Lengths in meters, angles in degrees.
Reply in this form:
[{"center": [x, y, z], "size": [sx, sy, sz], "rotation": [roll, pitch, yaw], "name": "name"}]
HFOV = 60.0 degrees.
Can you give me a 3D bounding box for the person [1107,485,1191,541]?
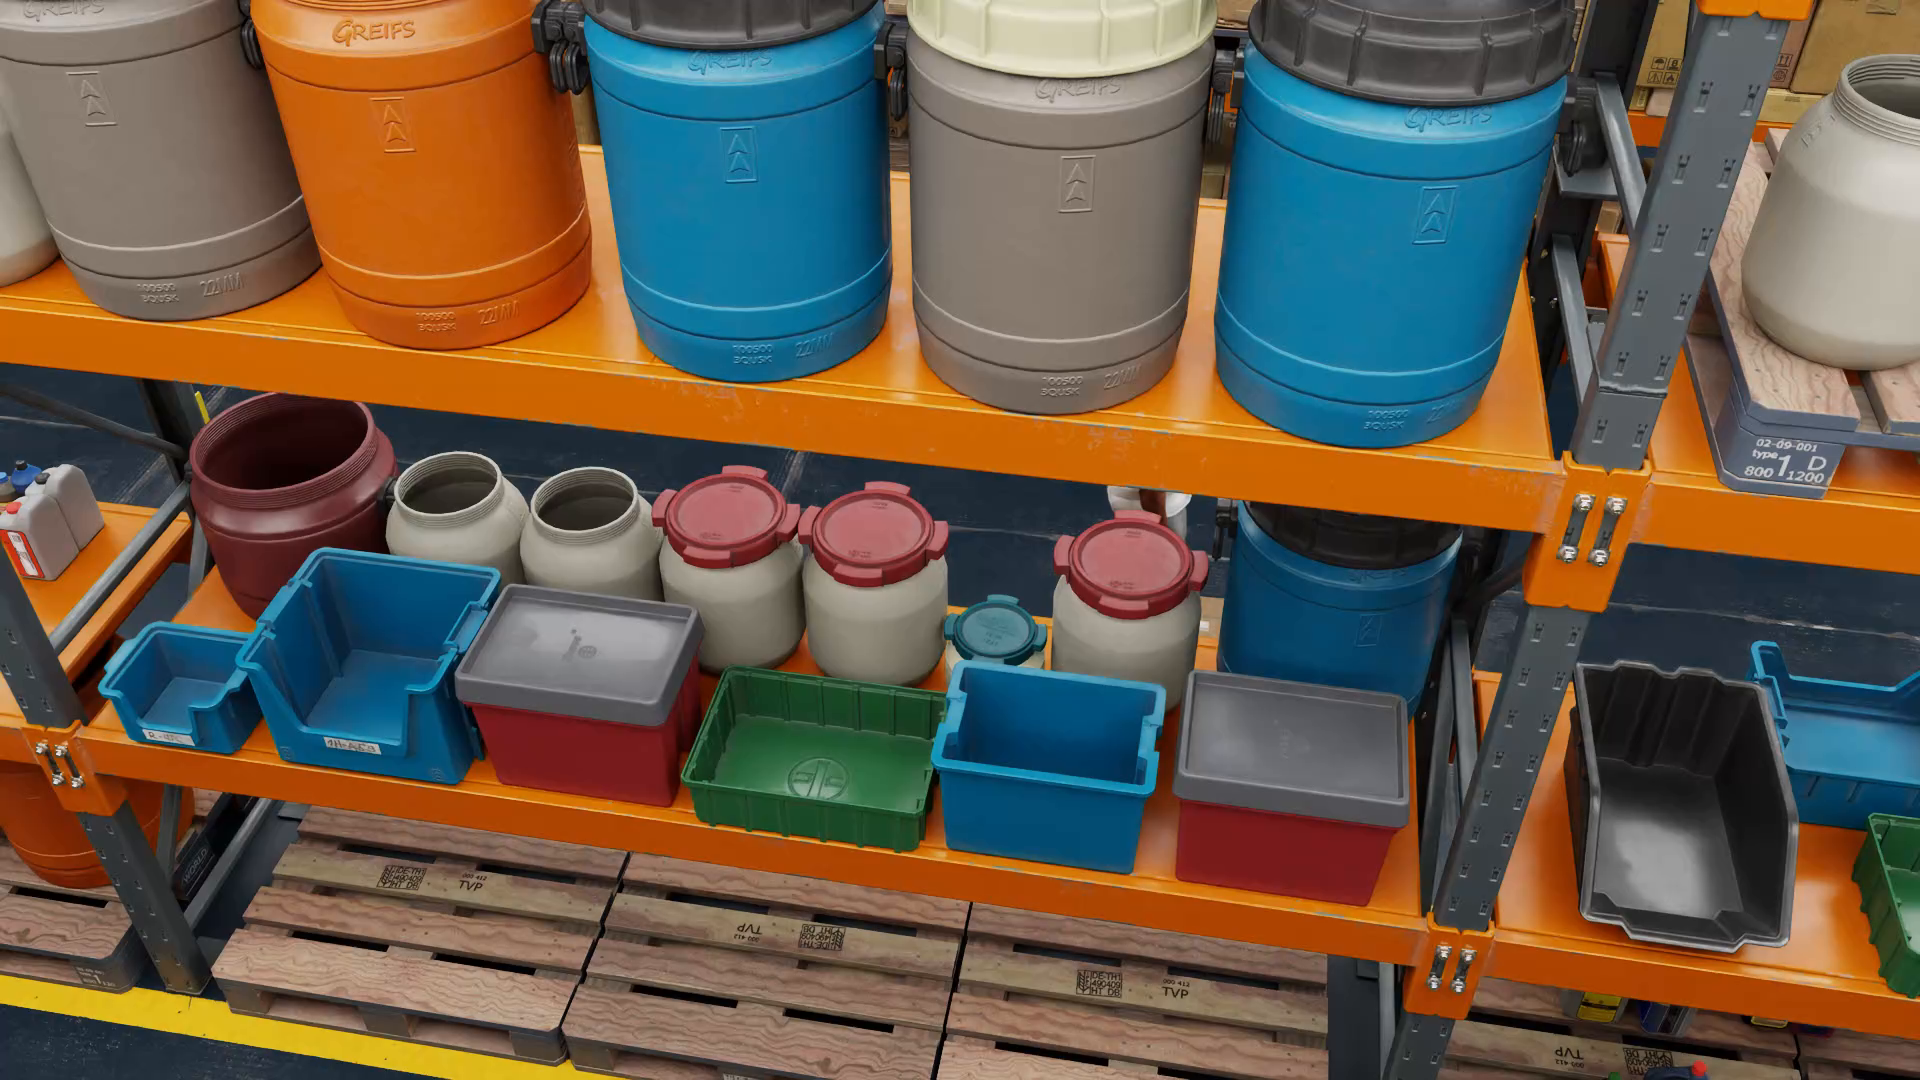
[{"center": [0.790, -0.183, 6.358], "size": [0.461, 1.761, 0.628], "rotation": [6, 41, 7], "name": "person"}]
